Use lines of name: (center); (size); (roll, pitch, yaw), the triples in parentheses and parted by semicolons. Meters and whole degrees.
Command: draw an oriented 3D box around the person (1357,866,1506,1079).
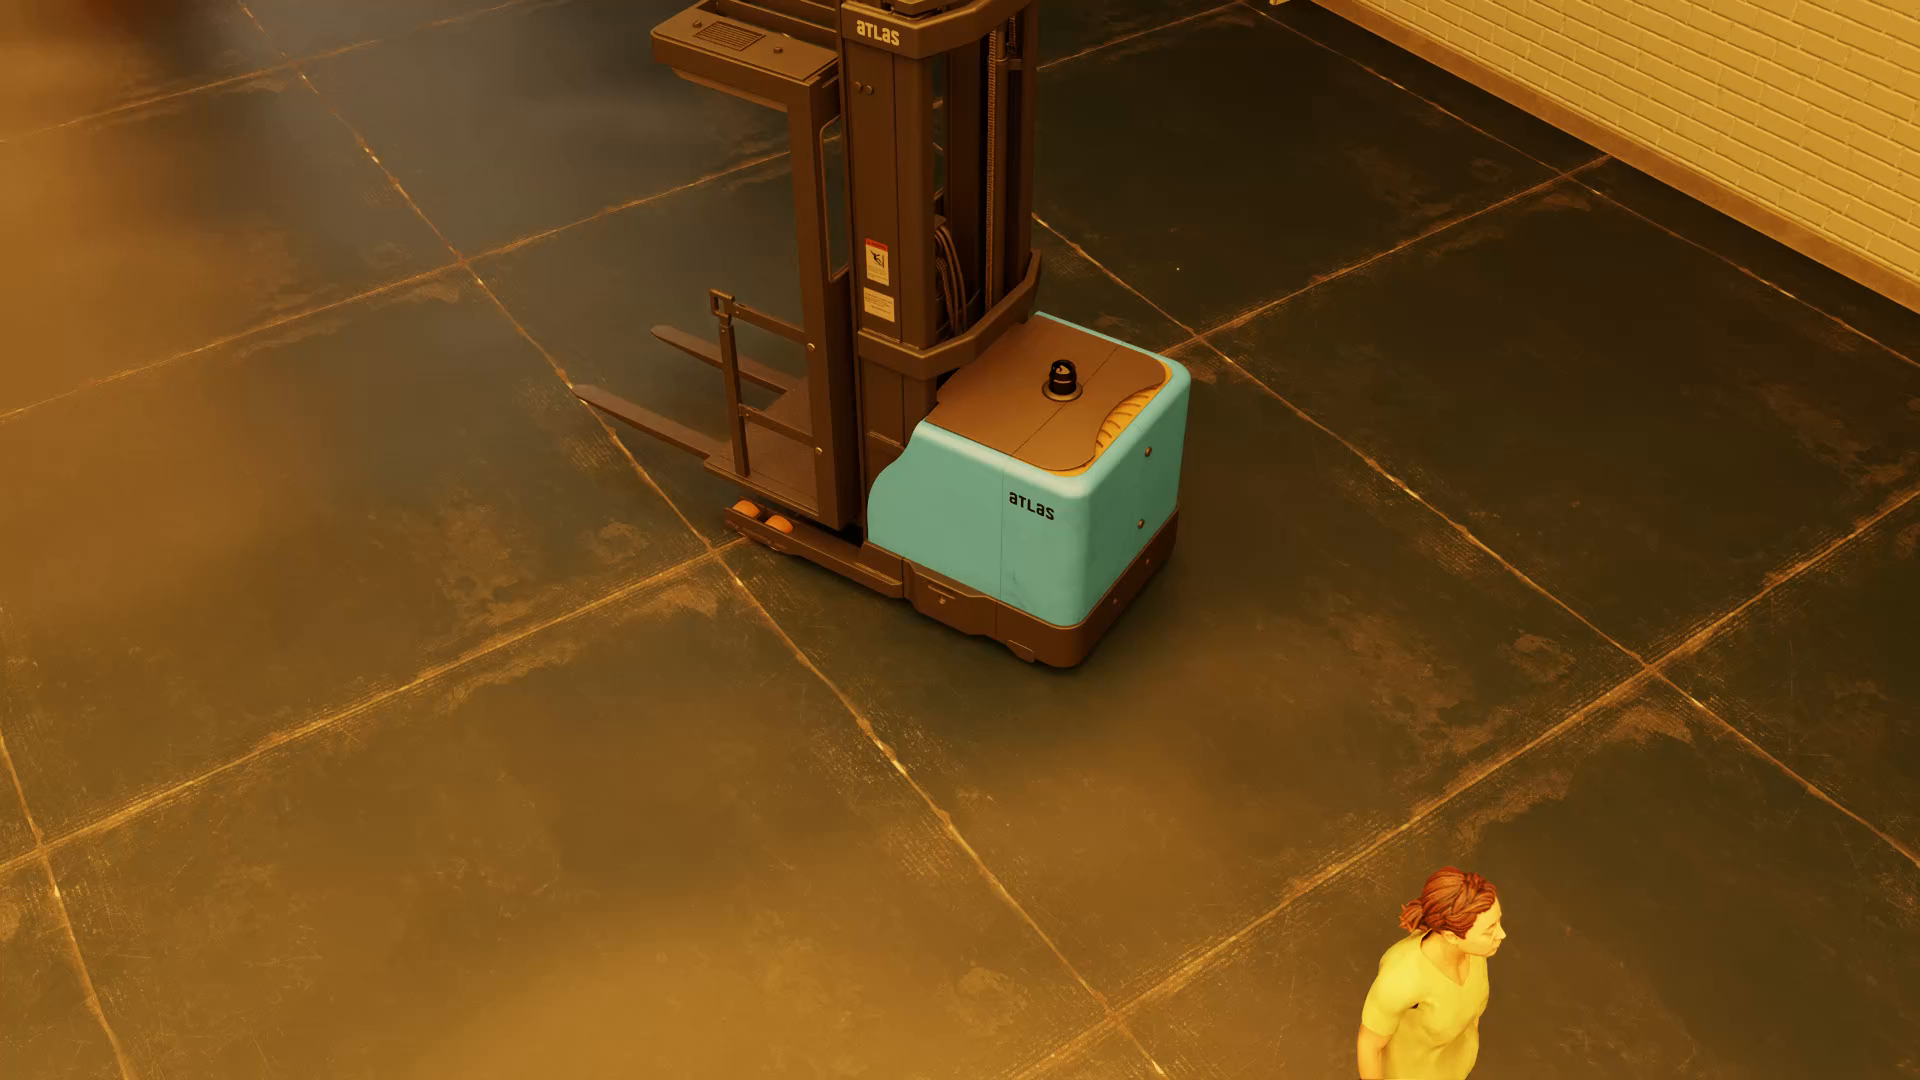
person: (1.404, 1.602, 4.892); (0.553, 1.674, 0.548); (-34, 52, -31)

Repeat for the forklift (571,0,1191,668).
forklift: (-0.511, -1.302, 7.129); (3.031, 2.935, 1.130); (24, 48, 24)
